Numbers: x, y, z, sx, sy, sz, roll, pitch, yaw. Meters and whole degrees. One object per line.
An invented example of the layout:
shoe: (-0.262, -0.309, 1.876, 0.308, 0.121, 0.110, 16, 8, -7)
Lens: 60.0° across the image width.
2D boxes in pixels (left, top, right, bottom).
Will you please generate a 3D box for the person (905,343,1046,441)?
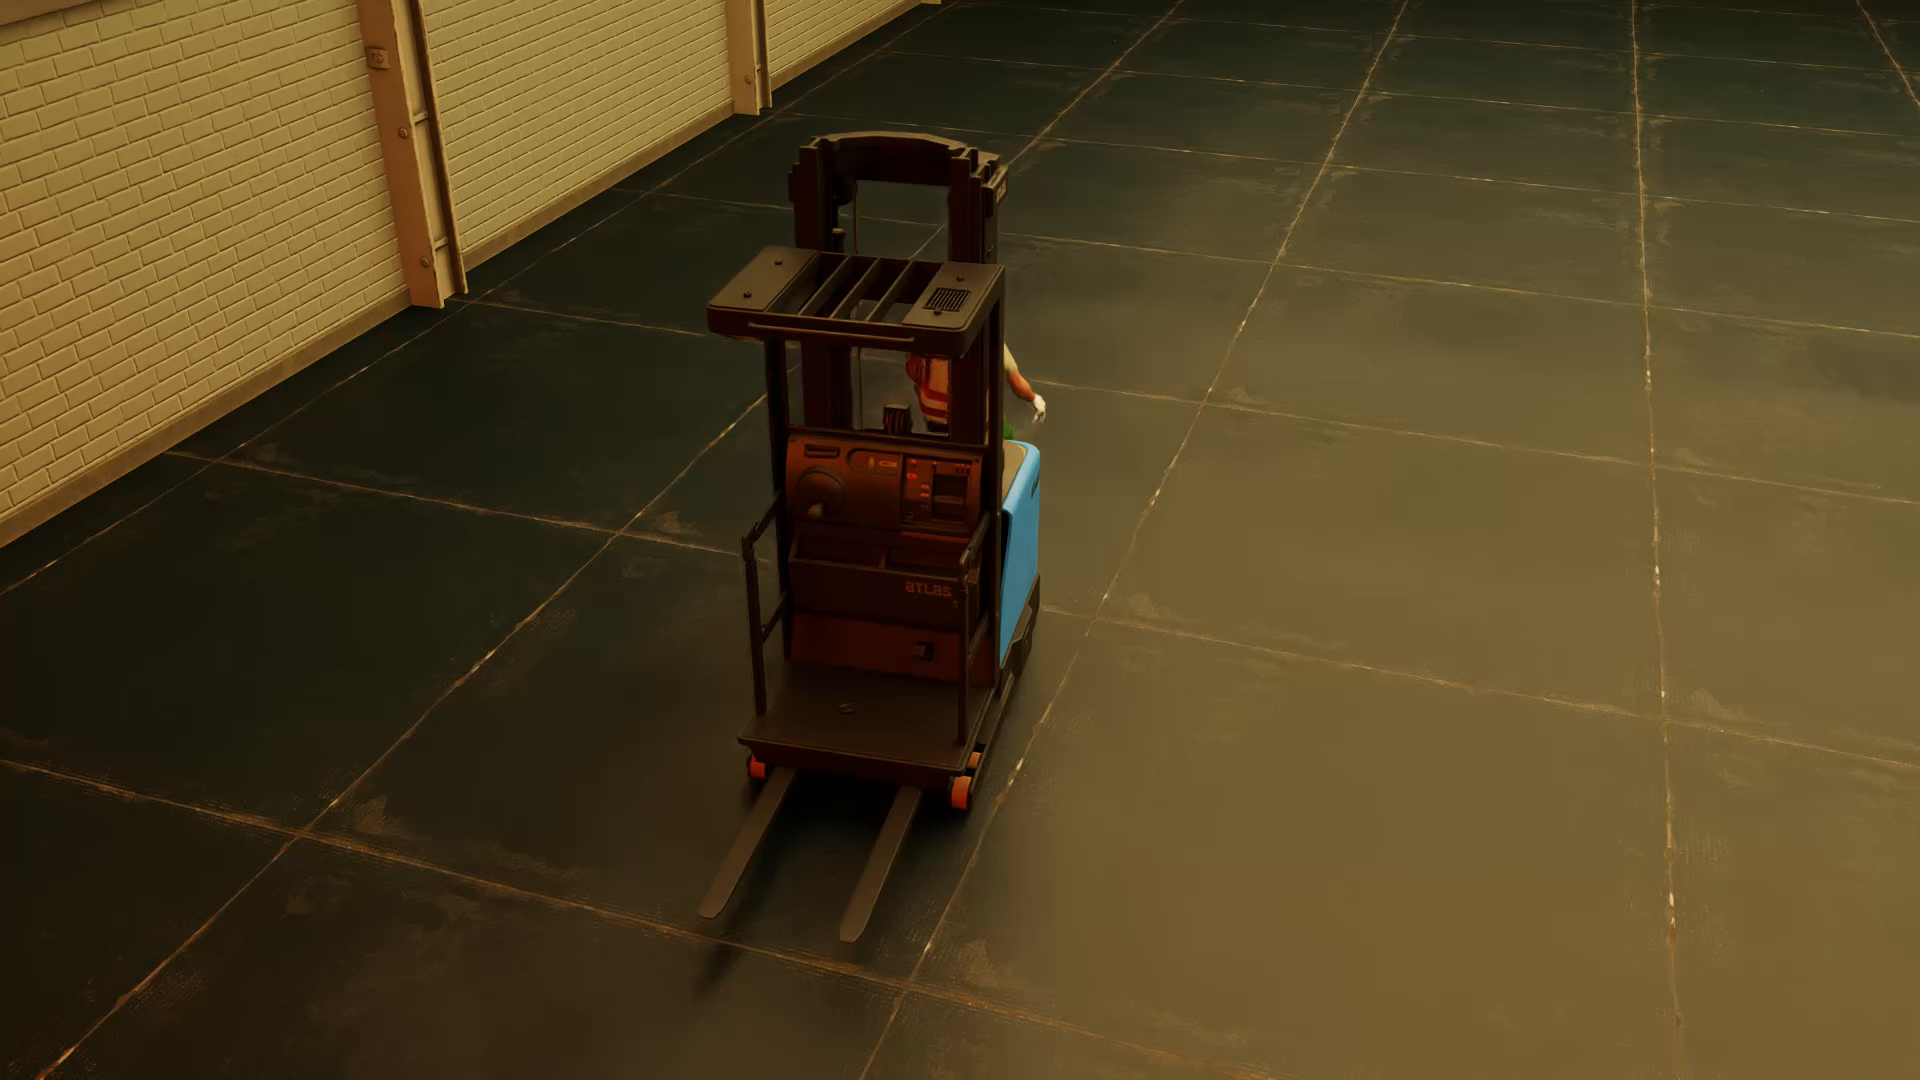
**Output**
person: (0.084, -0.823, 9.831, 0.810, 1.700, 0.570, 10, 31, 17)

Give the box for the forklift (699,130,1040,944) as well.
forklift: (-0.404, -0.206, 7.498, 1.130, 2.935, 3.031, 7, 30, 12)
